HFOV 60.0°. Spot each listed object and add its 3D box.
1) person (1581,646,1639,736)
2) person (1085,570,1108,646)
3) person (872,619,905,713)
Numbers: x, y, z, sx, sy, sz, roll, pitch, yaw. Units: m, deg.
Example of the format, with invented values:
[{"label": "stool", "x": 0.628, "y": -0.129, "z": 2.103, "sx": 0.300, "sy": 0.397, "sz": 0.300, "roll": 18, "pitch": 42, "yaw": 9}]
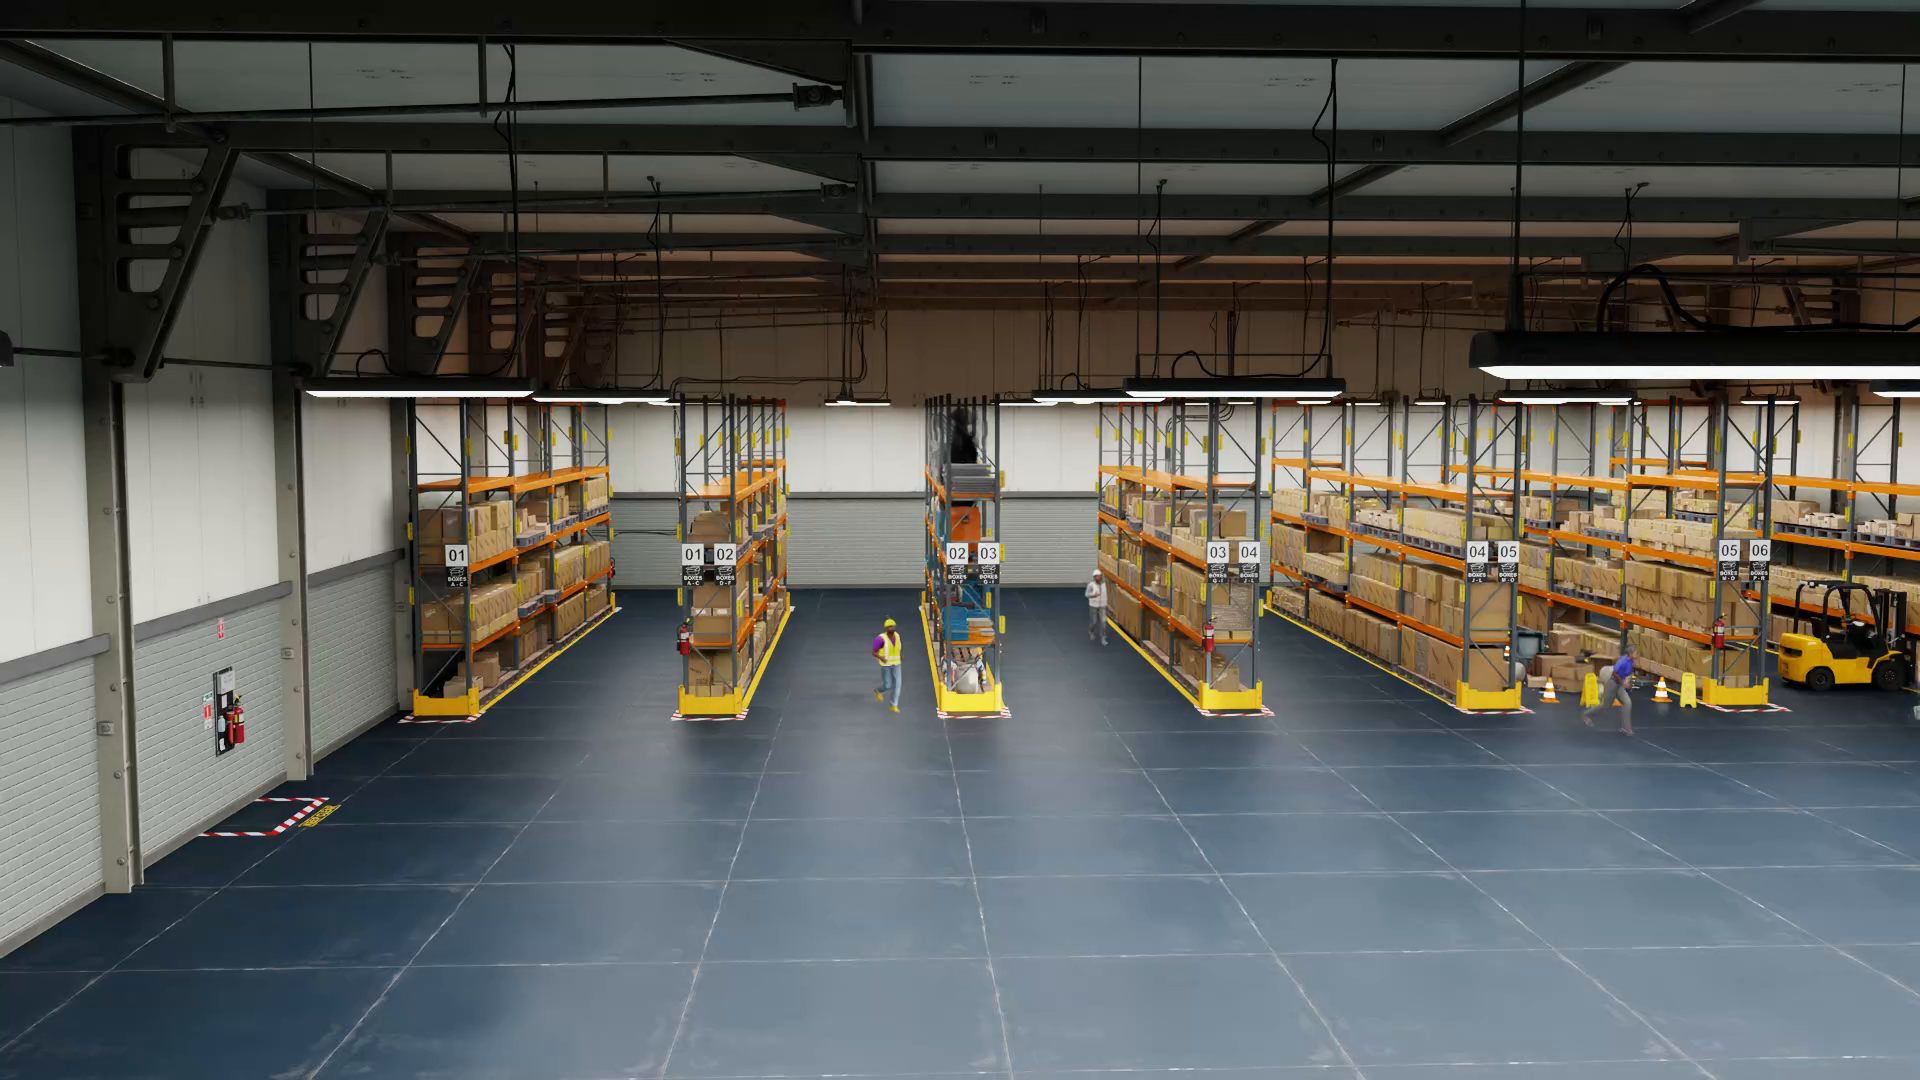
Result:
[{"label": "person", "x": 11.495, "y": 2.644, "z": 29.394, "sx": 0.975, "sy": 1.600, "sz": 0.610, "roll": 3, "pitch": 6, "yaw": 35}, {"label": "person", "x": 3.349, "y": 1.620, "z": 40.462, "sx": 0.653, "sy": 1.793, "sz": 0.902, "roll": -1, "pitch": 5, "yaw": -13}, {"label": "person", "x": -1.349, "y": 2.377, "z": 31.595, "sx": 0.708, "sy": 1.763, "sz": 0.825, "roll": -2, "pitch": 5, "yaw": -29}]
